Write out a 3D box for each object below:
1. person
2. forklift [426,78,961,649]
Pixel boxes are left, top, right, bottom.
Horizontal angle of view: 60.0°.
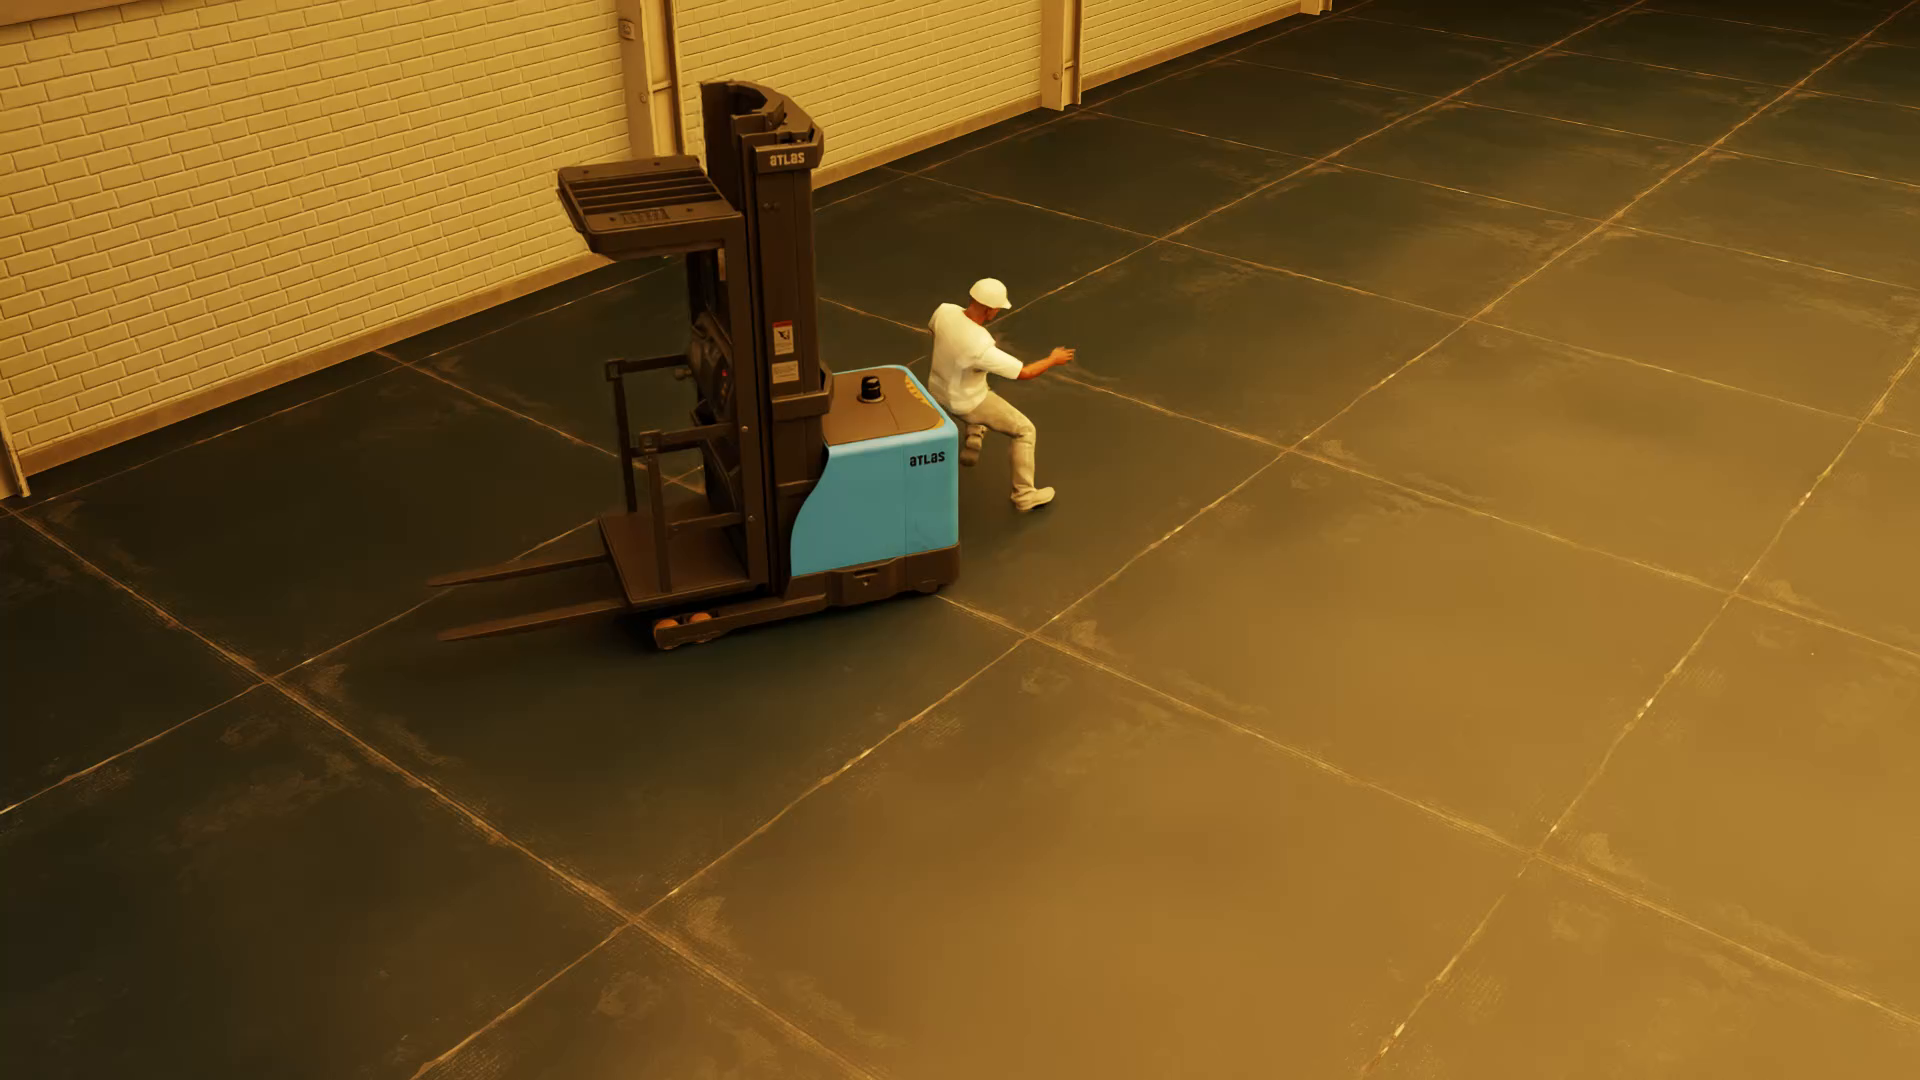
[{"bbox_3d":[0.238,-1.031,10.750,0.832,1.539,0.868,-21,36,-31],"label":"person"},{"bbox_3d":[-1.566,-0.946,9.214,3.031,2.935,1.130,-11,32,-18],"label":"forklift"}]
